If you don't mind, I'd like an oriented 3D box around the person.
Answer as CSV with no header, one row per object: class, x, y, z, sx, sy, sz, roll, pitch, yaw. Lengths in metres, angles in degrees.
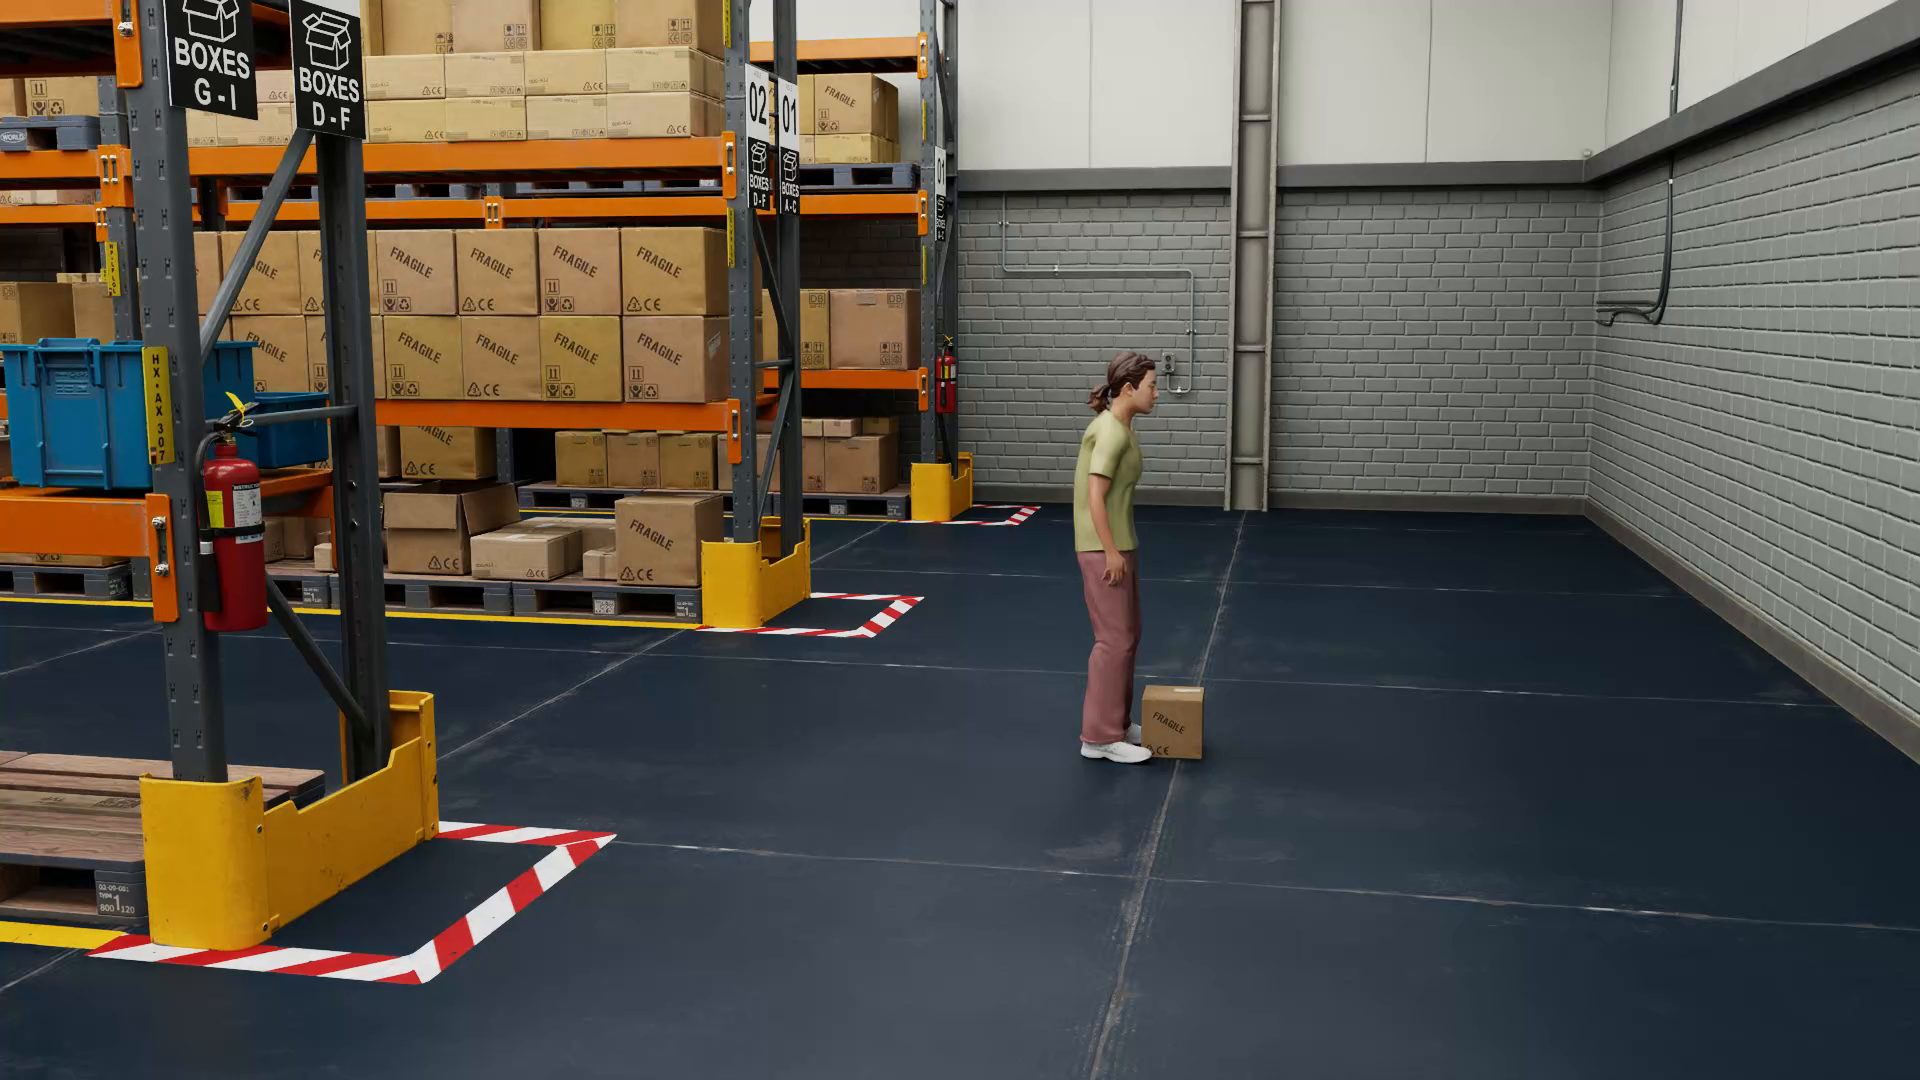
person,0.654,0.055,6.933,0.356,1.673,0.499,2,8,11
